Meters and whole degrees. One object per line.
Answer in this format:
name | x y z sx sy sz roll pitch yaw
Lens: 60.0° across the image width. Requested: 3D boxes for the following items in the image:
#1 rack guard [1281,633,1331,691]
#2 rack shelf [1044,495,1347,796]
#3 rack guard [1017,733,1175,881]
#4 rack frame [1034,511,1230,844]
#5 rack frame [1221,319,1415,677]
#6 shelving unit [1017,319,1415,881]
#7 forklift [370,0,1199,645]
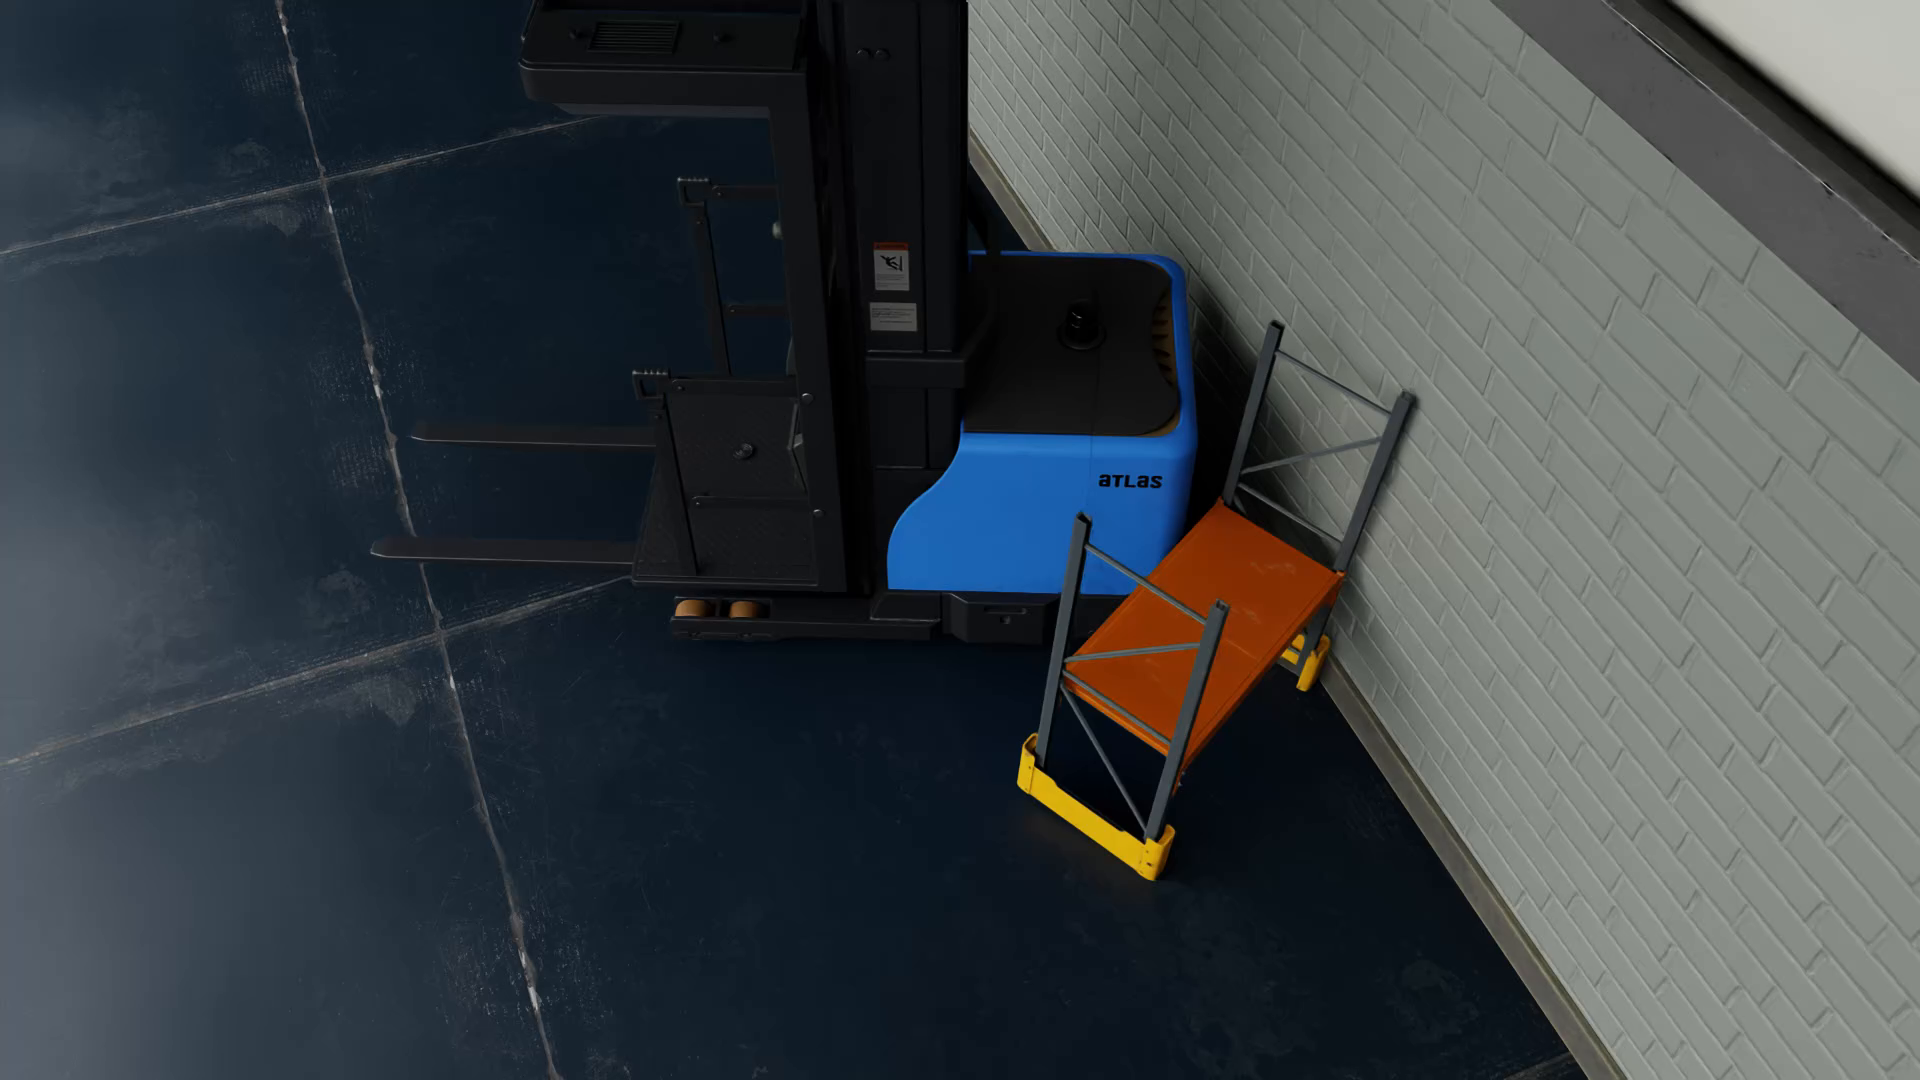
rack guard | 1.075 0.310 6.130 0.587 0.250 0.087 34 57 21
rack shelf | 0.792 0.327 5.533 0.538 0.185 1.000 34 57 21
rack guard | 0.452 0.902 5.627 0.587 0.250 0.087 34 57 21
rack frame | 0.484 0.518 5.134 0.500 1.500 0.032 34 57 21
rack frame | 1.119 -0.086 5.648 0.500 1.500 0.032 34 57 21
shelving unit | 0.796 0.221 5.387 0.587 1.500 1.083 34 57 21
forklift | -0.695 -0.973 5.494 3.031 2.935 1.130 1 49 1
